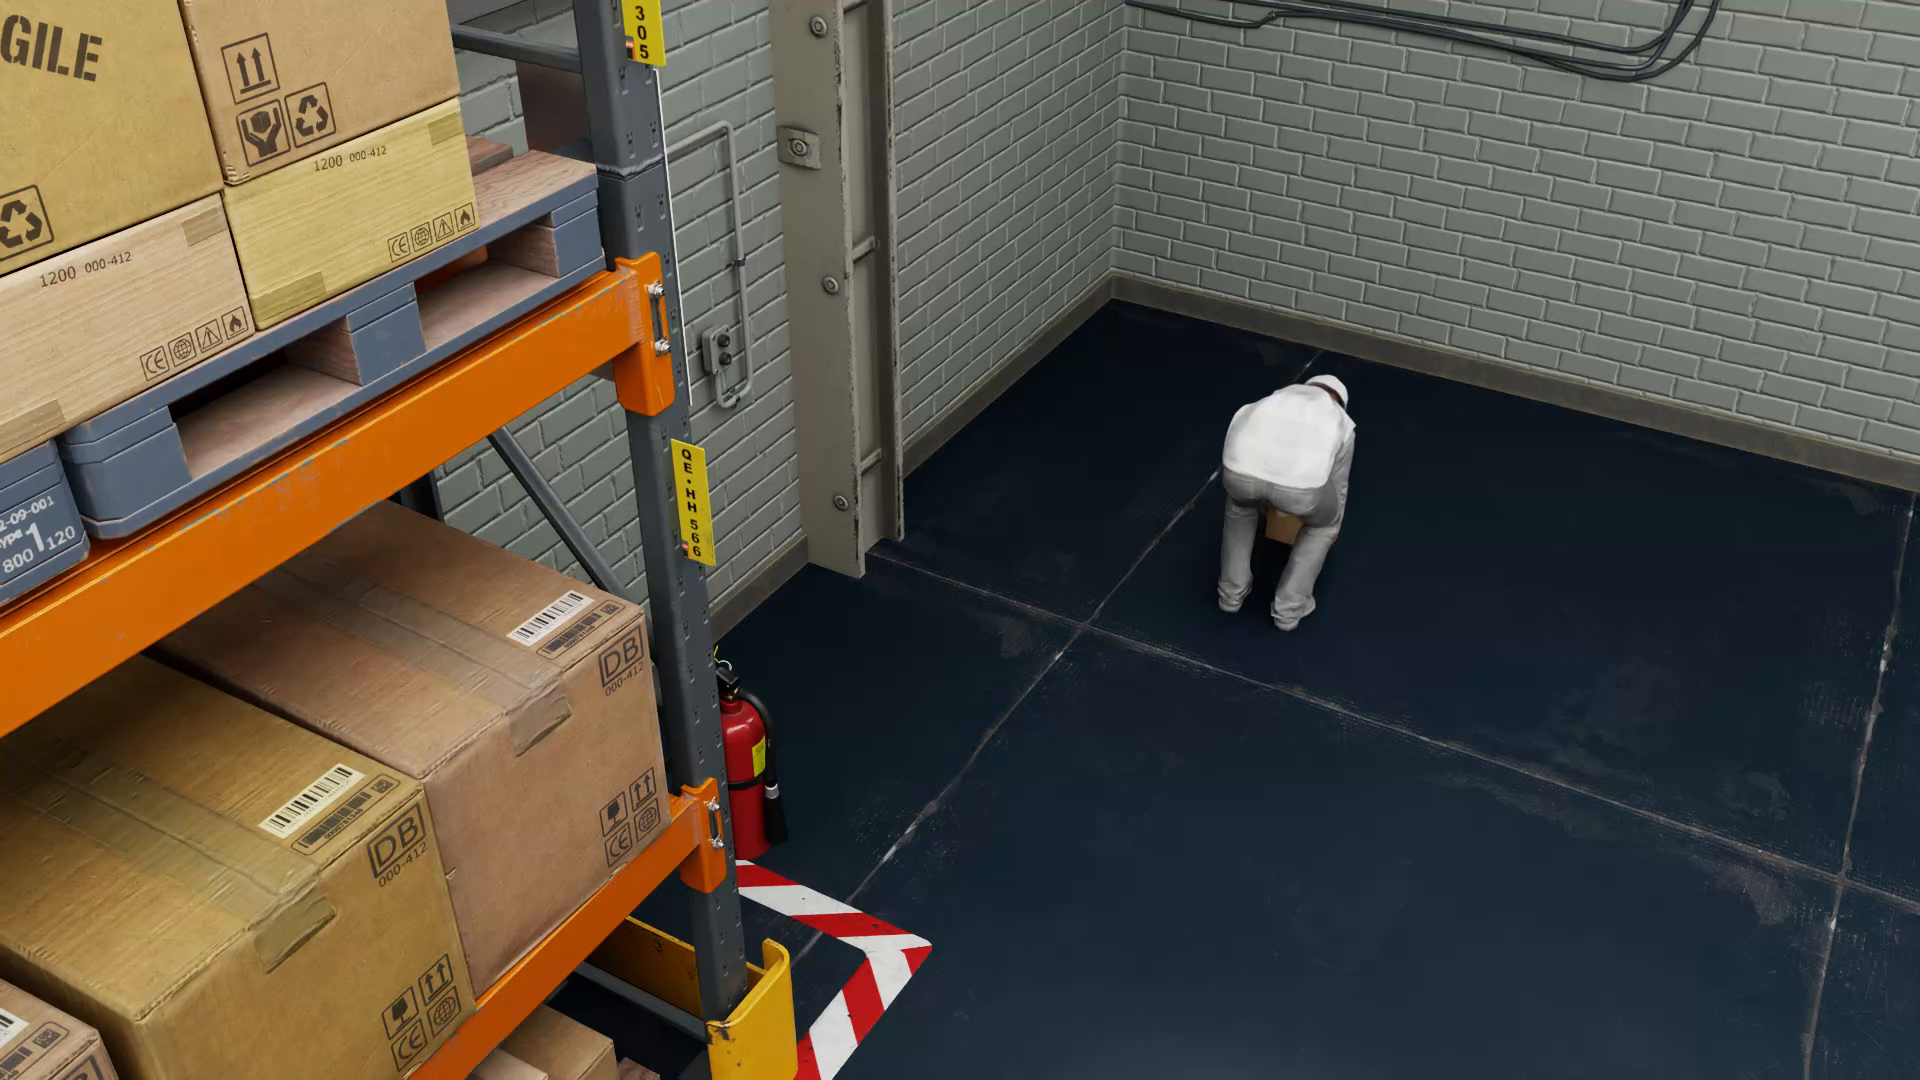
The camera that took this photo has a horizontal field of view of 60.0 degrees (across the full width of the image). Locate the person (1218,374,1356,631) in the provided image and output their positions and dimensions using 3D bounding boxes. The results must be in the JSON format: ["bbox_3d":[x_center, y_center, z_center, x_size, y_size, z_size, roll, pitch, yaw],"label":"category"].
[{"bbox_3d":[1.423,-0.241,7.143,0.500,1.028,1.002,16,37,22],"label":"person"}]
